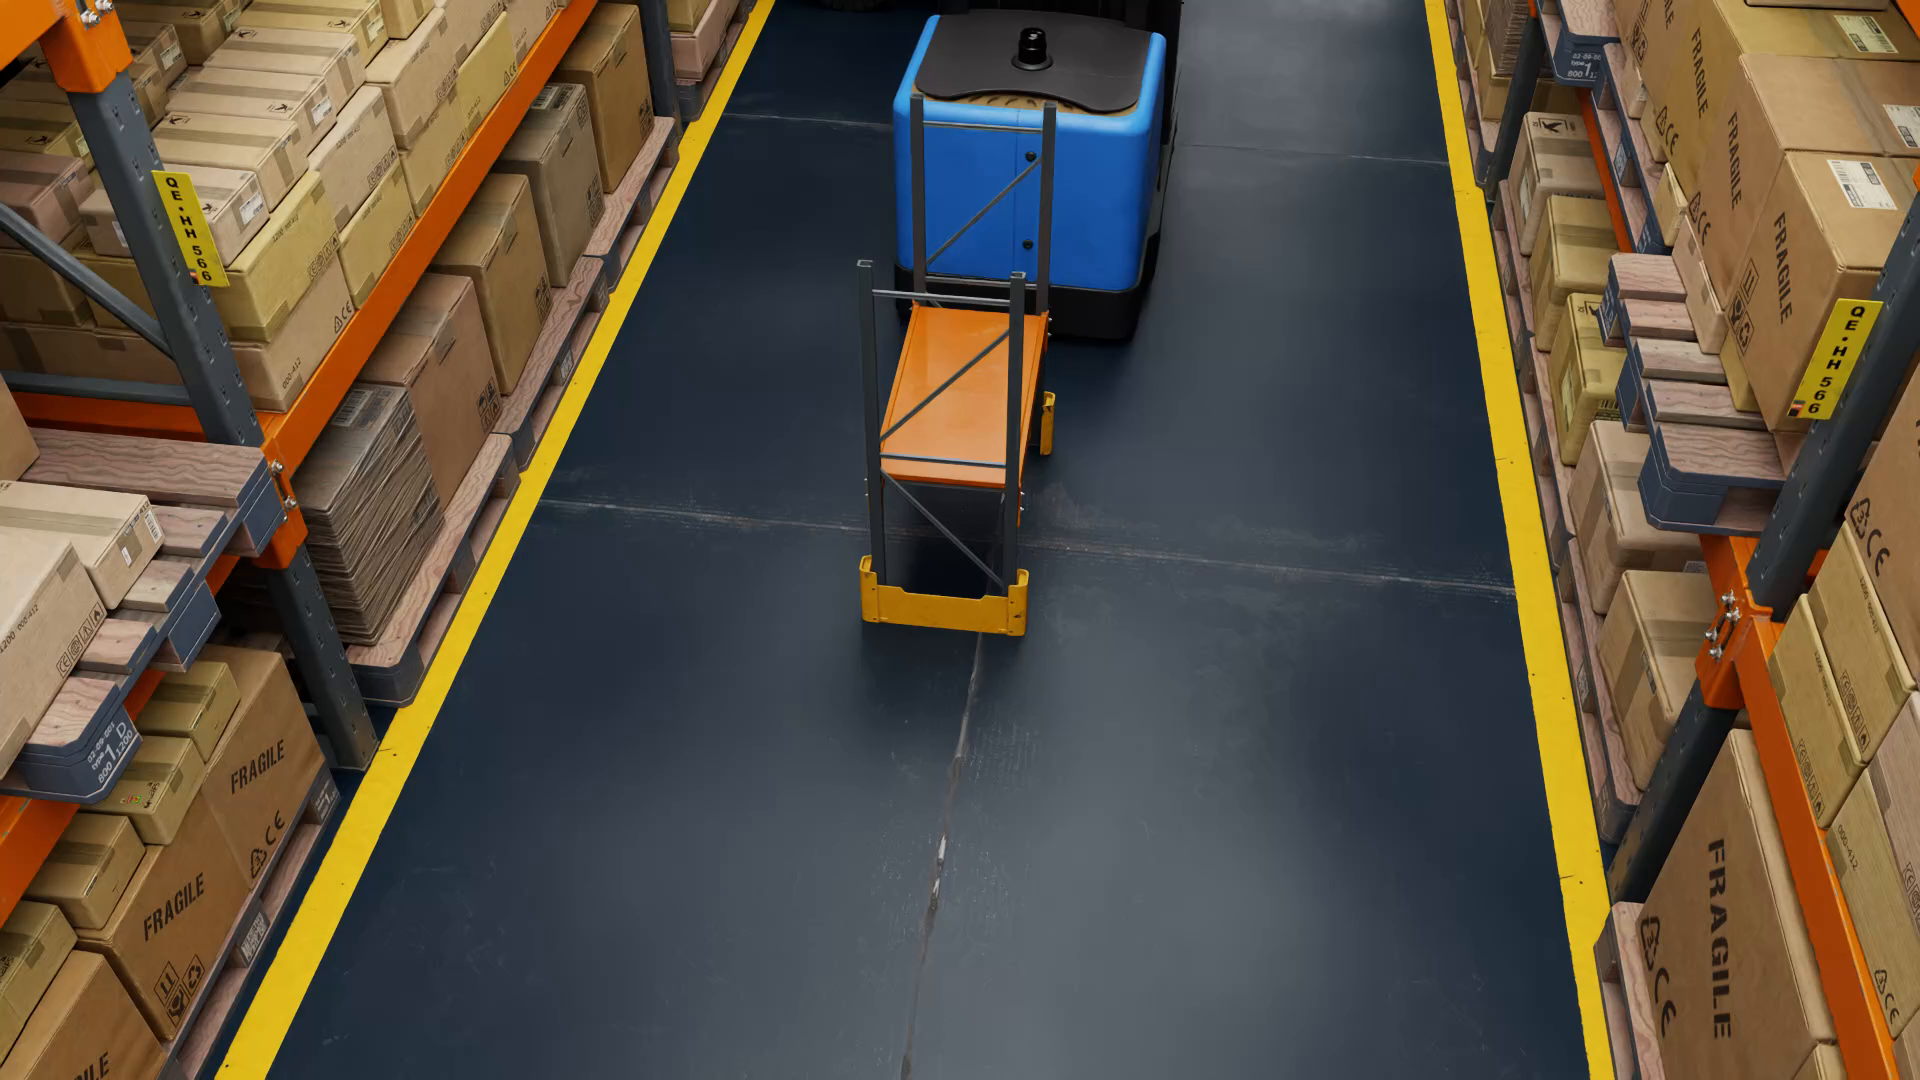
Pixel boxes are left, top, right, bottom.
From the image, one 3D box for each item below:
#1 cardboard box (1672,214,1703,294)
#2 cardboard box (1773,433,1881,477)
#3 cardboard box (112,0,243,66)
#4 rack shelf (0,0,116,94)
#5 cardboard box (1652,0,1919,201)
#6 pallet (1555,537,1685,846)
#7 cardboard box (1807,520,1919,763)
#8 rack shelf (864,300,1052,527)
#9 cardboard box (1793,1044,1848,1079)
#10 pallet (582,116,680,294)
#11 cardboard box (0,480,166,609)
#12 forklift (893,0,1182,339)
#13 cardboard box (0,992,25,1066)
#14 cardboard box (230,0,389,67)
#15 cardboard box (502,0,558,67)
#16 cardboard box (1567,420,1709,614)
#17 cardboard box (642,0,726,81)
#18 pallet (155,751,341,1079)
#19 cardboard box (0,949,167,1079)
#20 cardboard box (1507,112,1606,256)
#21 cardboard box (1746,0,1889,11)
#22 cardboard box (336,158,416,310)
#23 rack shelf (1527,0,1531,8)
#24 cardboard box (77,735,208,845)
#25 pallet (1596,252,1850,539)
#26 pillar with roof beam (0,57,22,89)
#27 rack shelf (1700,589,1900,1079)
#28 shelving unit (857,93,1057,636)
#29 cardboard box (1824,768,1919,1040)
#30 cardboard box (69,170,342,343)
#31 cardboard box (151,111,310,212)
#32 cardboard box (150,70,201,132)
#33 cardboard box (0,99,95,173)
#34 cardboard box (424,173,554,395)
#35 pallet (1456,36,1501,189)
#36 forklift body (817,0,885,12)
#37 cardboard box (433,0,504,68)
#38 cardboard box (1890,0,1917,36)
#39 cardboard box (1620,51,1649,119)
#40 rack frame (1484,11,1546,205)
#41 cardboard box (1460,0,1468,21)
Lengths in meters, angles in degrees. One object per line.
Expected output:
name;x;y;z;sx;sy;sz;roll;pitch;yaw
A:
cardboard box;2.293;-0.806;4.797;0.380;0.149;0.250;3;44;4
cardboard box;2.299;-0.270;4.231;0.380;0.149;0.250;7;44;7
cardboard box;-2.496;-1.629;5.244;0.380;0.149;0.250;5;44;5
rack shelf;-2.696;0.122;2.281;1.077;0.370;4.000;5;44;6
cardboard box;2.397;-1.293;4.840;0.500;0.500;0.500;3;43;3
pallet;2.594;0.516;5.552;1.003;0.211;1.213;5;44;6
cardboard box;2.177;0.232;3.569;0.500;0.250;0.500;5;44;5
rack shelf;0.011;-0.472;5.919;0.538;0.185;1.000;5;44;6
cardboard box;2.193;1.726;3.486;0.875;0.875;0.875;6;44;6
pallet;-1.961;-1.621;7.808;1.003;0.211;1.213;5;44;6
cardboard box;-2.138;0.008;3.937;0.380;0.149;0.250;6;44;6
forklift;0.484;-2.937;7.220;1.130;2.935;3.031;7;44;7
cardboard box;-2.442;1.177;3.867;0.380;0.149;0.250;5;44;5
cardboard box;-2.029;-1.588;5.201;0.380;0.149;0.250;6;44;6
cardboard box;-1.867;-2.038;6.330;0.500;0.250;0.500;5;44;6
cardboard box;2.663;-0.050;5.727;0.950;0.372;0.625;4;44;5
cardboard box;-1.510;-2.592;8.501;0.500;0.250;0.500;6;44;6
pallet;-2.568;1.105;4.929;1.003;0.211;1.213;5;44;6
cardboard box;-2.417;1.347;4.158;0.500;0.500;0.500;7;44;7
cardboard box;2.951;-1.531;7.291;0.950;0.372;0.625;6;44;6
cardboard box;2.426;-1.637;4.731;0.380;0.149;0.250;3;44;4
cardboard box;-2.059;-0.981;5.213;0.500;0.250;0.500;4;44;5
rack shelf;3.282;-3.792;8.596;1.077;0.370;4.000;5;44;6
cardboard box;-2.251;0.655;4.417;0.380;0.149;0.250;3;44;3
pallet;2.478;-0.390;4.620;1.213;0.211;1.003;5;44;6
pillar with roof beam;1.115;-3.170;3.053;9.100;9.000;0.400;5;44;6
rack shelf;2.225;1.660;2.838;1.077;0.370;4.000;5;44;6
shelving unit;0.010;-0.597;5.789;0.587;1.500;1.083;5;44;6
cardboard box;2.125;0.753;3.383;0.500;0.250;0.500;4;44;4
cardboard box;-2.106;-0.818;4.678;0.500;0.250;0.500;5;44;5
cardboard box;-2.063;-1.057;4.640;0.380;0.149;0.250;6;44;6
cardboard box;-2.582;-1.220;5.102;0.500;0.250;0.500;6;44;6
cardboard box;-2.665;-1.113;4.700;0.380;0.149;0.250;6;44;7
cardboard box;-2.168;-1.032;6.580;0.875;0.625;0.625;4;44;4
pallet;3.072;-2.139;8.355;1.003;0.211;1.213;5;44;6
forklift body;0.184;-4.099;9.014;2.313;2.155;1.214;5;44;6
cardboard box;-1.934;-1.867;5.785;0.500;0.250;0.500;6;44;6
cardboard box;2.904;-1.265;4.810;0.500;0.500;0.500;6;44;6
cardboard box;2.432;-1.518;5.549;0.380;0.149;0.250;7;44;7
rack frame;3.018;-2.690;6.910;1.000;3.000;0.127;5;44;6
cardboard box;2.962;-2.982;8.912;0.500;0.250;0.500;6;44;6
